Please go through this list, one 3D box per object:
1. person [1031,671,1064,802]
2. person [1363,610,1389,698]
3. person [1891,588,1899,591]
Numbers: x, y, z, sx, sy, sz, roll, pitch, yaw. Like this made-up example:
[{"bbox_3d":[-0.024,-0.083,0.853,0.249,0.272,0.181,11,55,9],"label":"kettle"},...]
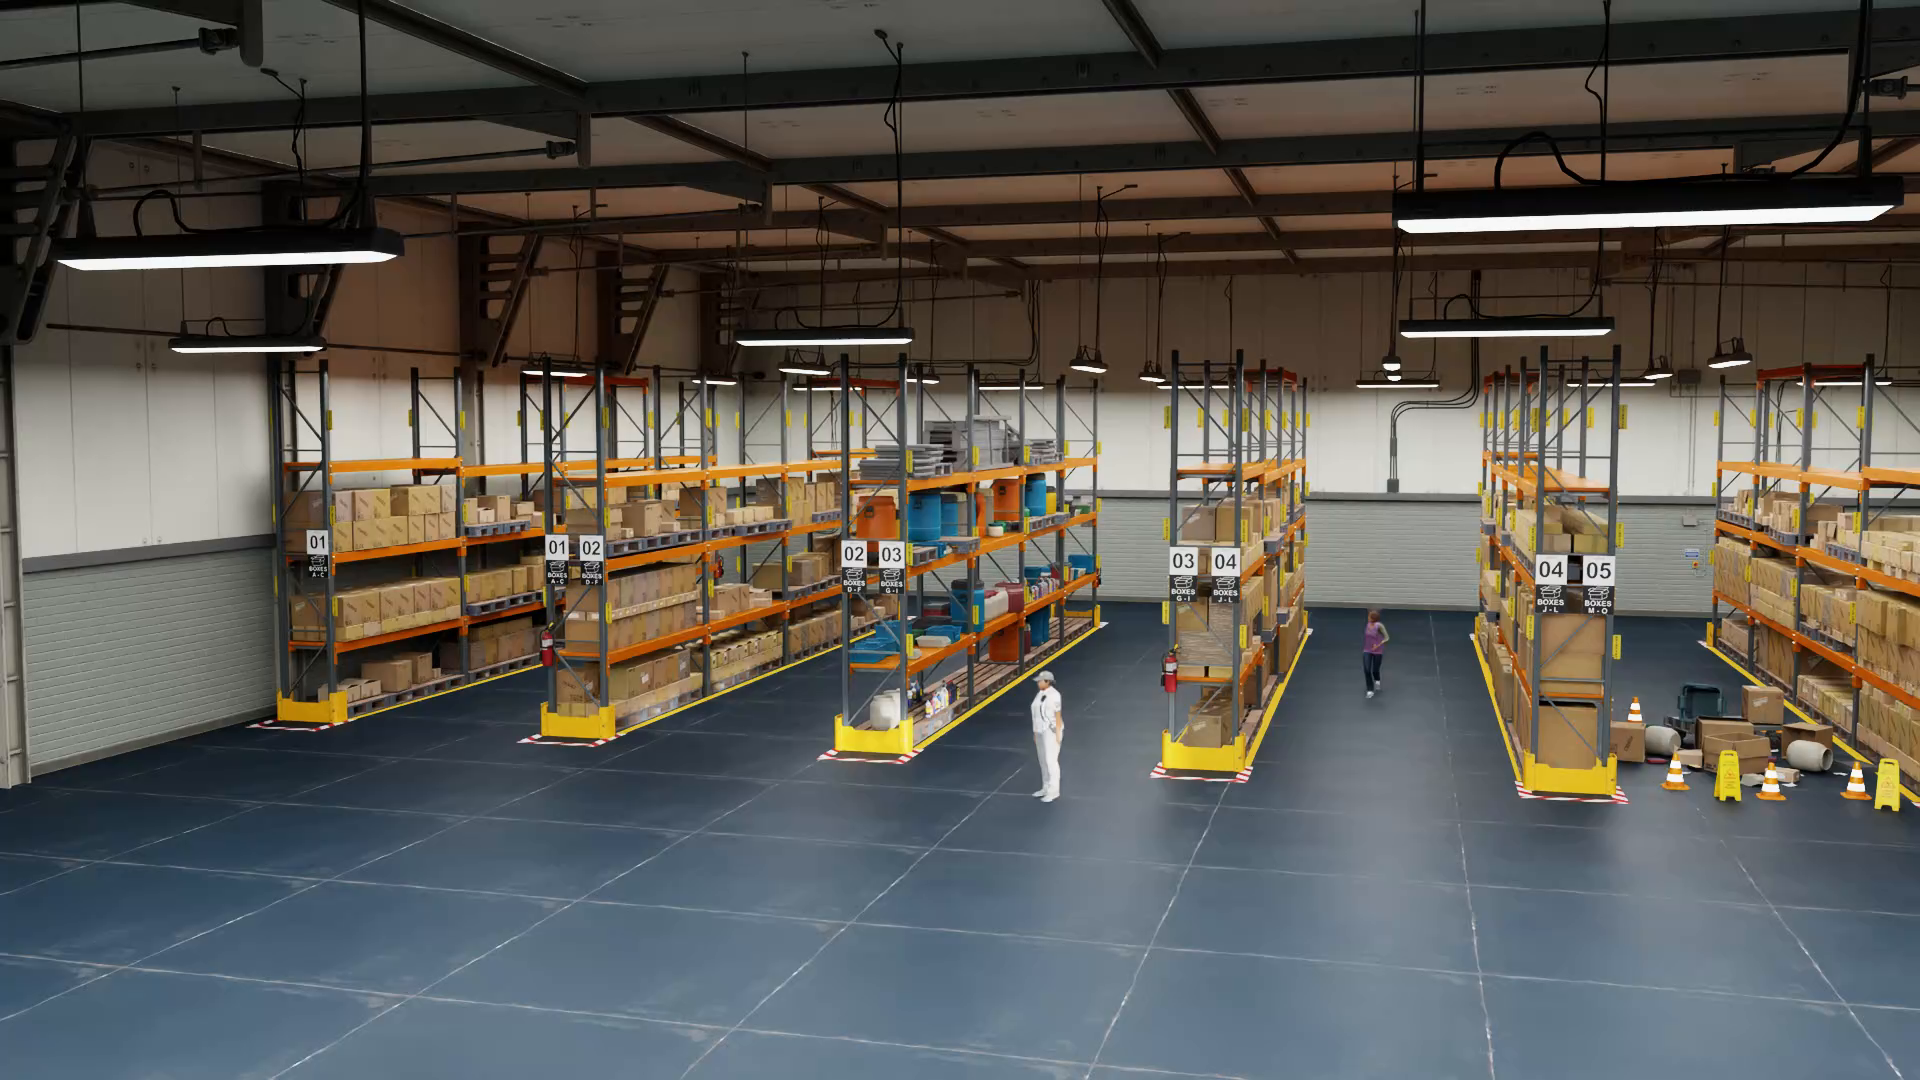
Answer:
[{"bbox_3d":[1.149,2.596,22.116,0.435,1.702,0.572,-2,5,-26],"label":"person"},{"bbox_3d":[7.571,2.060,30.229,0.478,1.583,0.672,2,4,22],"label":"person"},{"bbox_3d":[20.837,1.506,36.911,0.497,1.654,0.445,1,4,12],"label":"person"}]
